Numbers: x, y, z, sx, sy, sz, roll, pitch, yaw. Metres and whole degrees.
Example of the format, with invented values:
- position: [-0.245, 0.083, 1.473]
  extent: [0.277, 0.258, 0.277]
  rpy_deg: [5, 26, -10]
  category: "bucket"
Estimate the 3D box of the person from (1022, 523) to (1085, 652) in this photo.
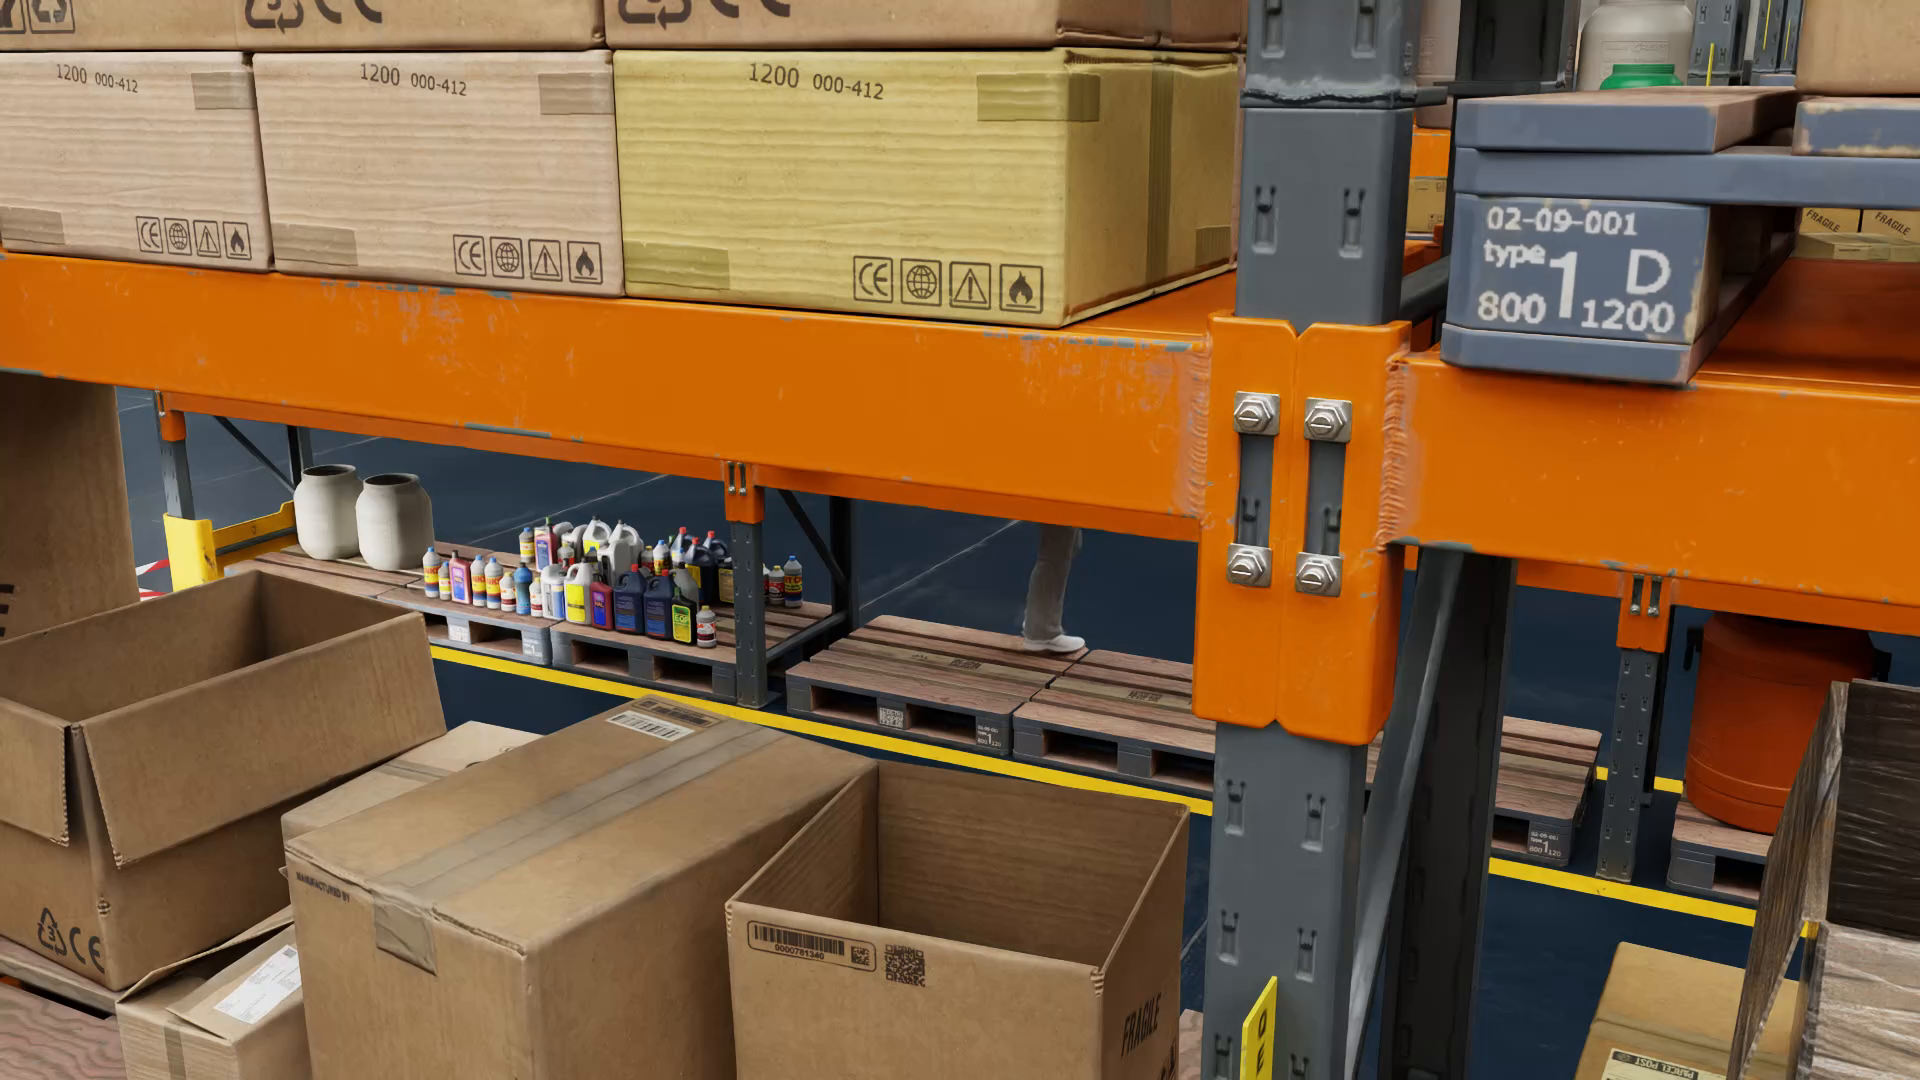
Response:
- position: [0.482, -0.246, 8.177]
  extent: [0.357, 1.708, 0.540]
  rpy_deg: [-4, 16, -12]
  category: "person"
